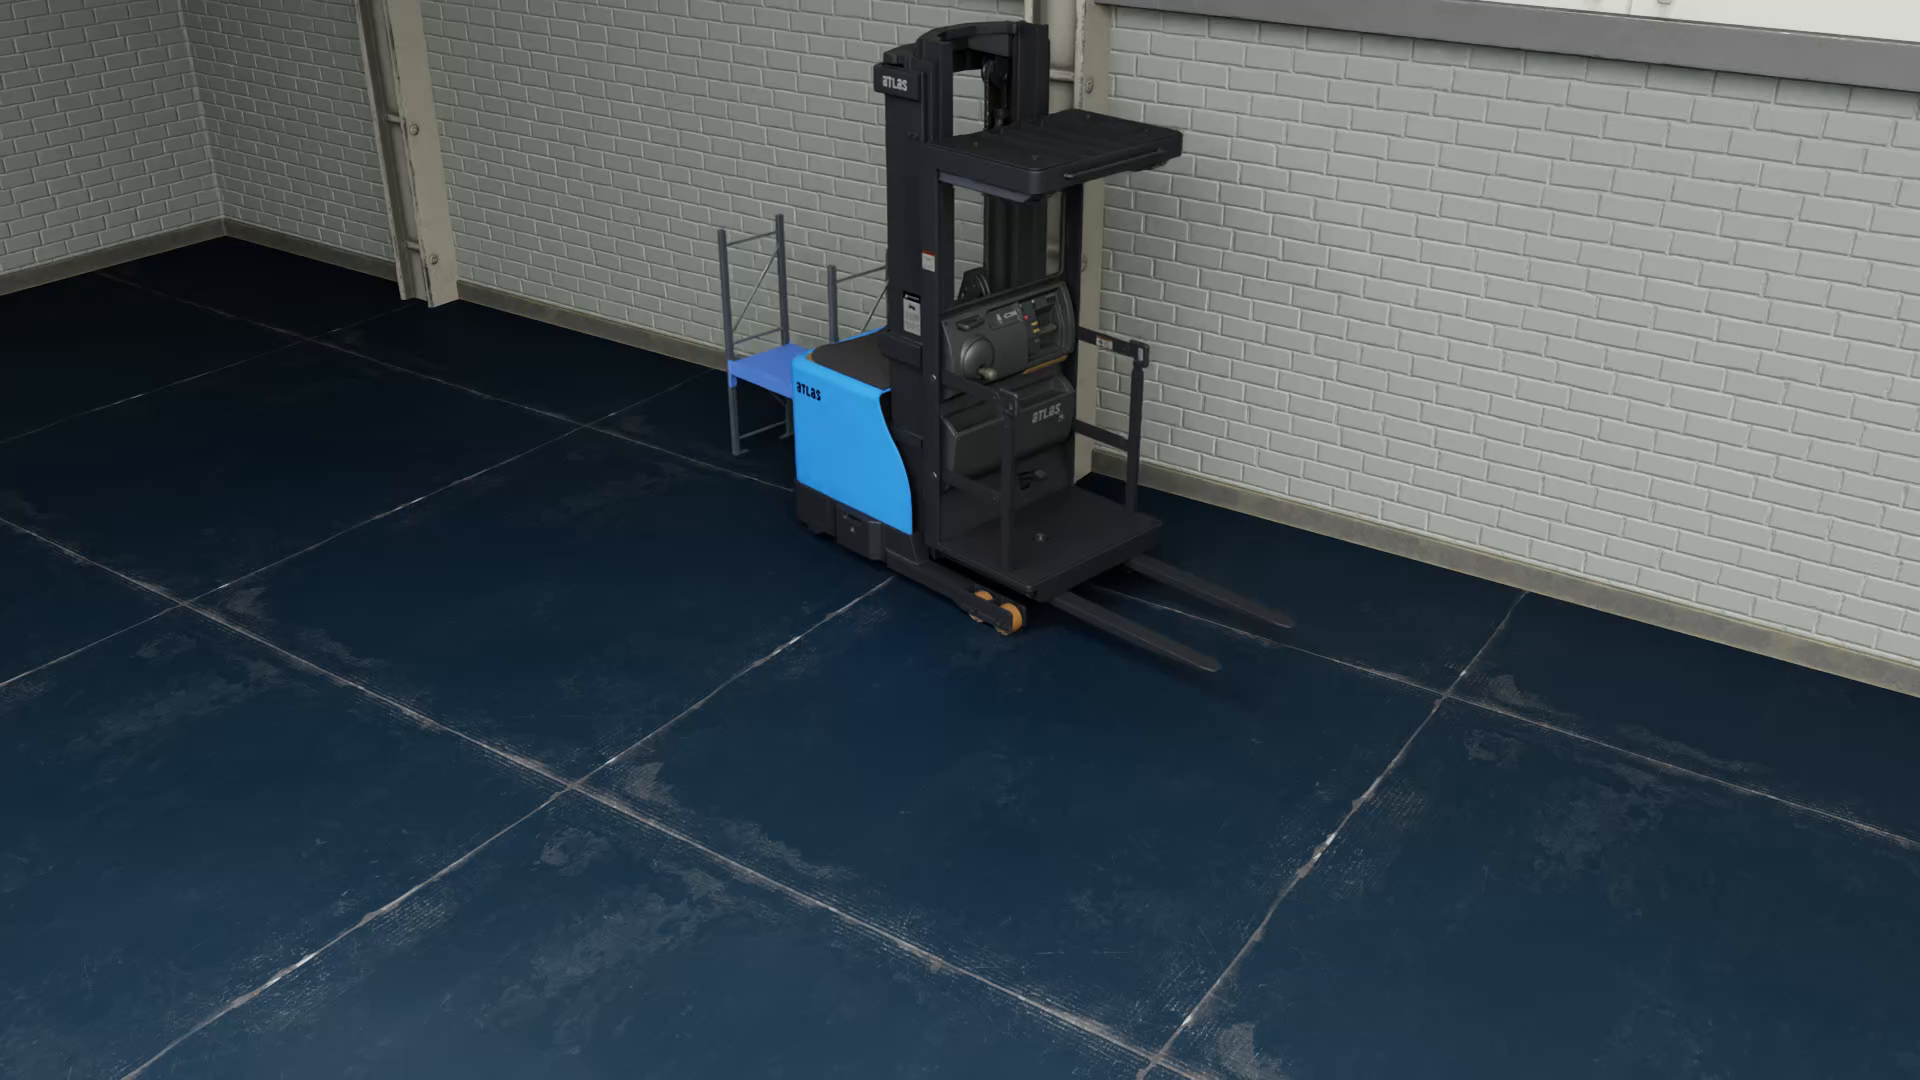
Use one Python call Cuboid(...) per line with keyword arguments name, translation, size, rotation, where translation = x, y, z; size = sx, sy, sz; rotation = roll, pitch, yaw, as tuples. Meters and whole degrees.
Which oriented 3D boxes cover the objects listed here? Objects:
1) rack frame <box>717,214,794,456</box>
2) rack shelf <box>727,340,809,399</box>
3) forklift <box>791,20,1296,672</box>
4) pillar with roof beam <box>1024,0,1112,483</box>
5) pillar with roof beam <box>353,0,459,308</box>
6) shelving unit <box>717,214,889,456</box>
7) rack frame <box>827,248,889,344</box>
Cuboid(name="rack frame", translation=(-1.299, -1.303, 10.658), size=(0.032, 1.500, 0.500), rotation=(24, 36, 39))
Cuboid(name="rack shelf", translation=(-0.938, -0.981, 10.420), size=(1.000, 0.185, 0.538), rotation=(24, 36, 39))
Cuboid(name="forklift", translation=(0.410, -1.070, 8.621), size=(1.130, 2.935, 3.031), rotation=(-24, 35, -38))
Cuboid(name="pillar with roof beam", translation=(-1.833, -2.846, 5.420), size=(0.400, 9.000, 9.100), rotation=(17, 32, 30))
Cuboid(name="pillar with roof beam", translation=(-6.779, -4.386, 8.447), size=(0.400, 9.000, 9.100), rotation=(17, 32, 30))
Cuboid(name="shelving unit", translation=(-0.938, -1.141, 10.339), size=(1.048, 1.500, 0.538), rotation=(24, 36, 39))
Cuboid(name="rack frame", translation=(-0.577, -0.979, 10.019), size=(0.032, 1.500, 0.500), rotation=(24, 36, 39))
